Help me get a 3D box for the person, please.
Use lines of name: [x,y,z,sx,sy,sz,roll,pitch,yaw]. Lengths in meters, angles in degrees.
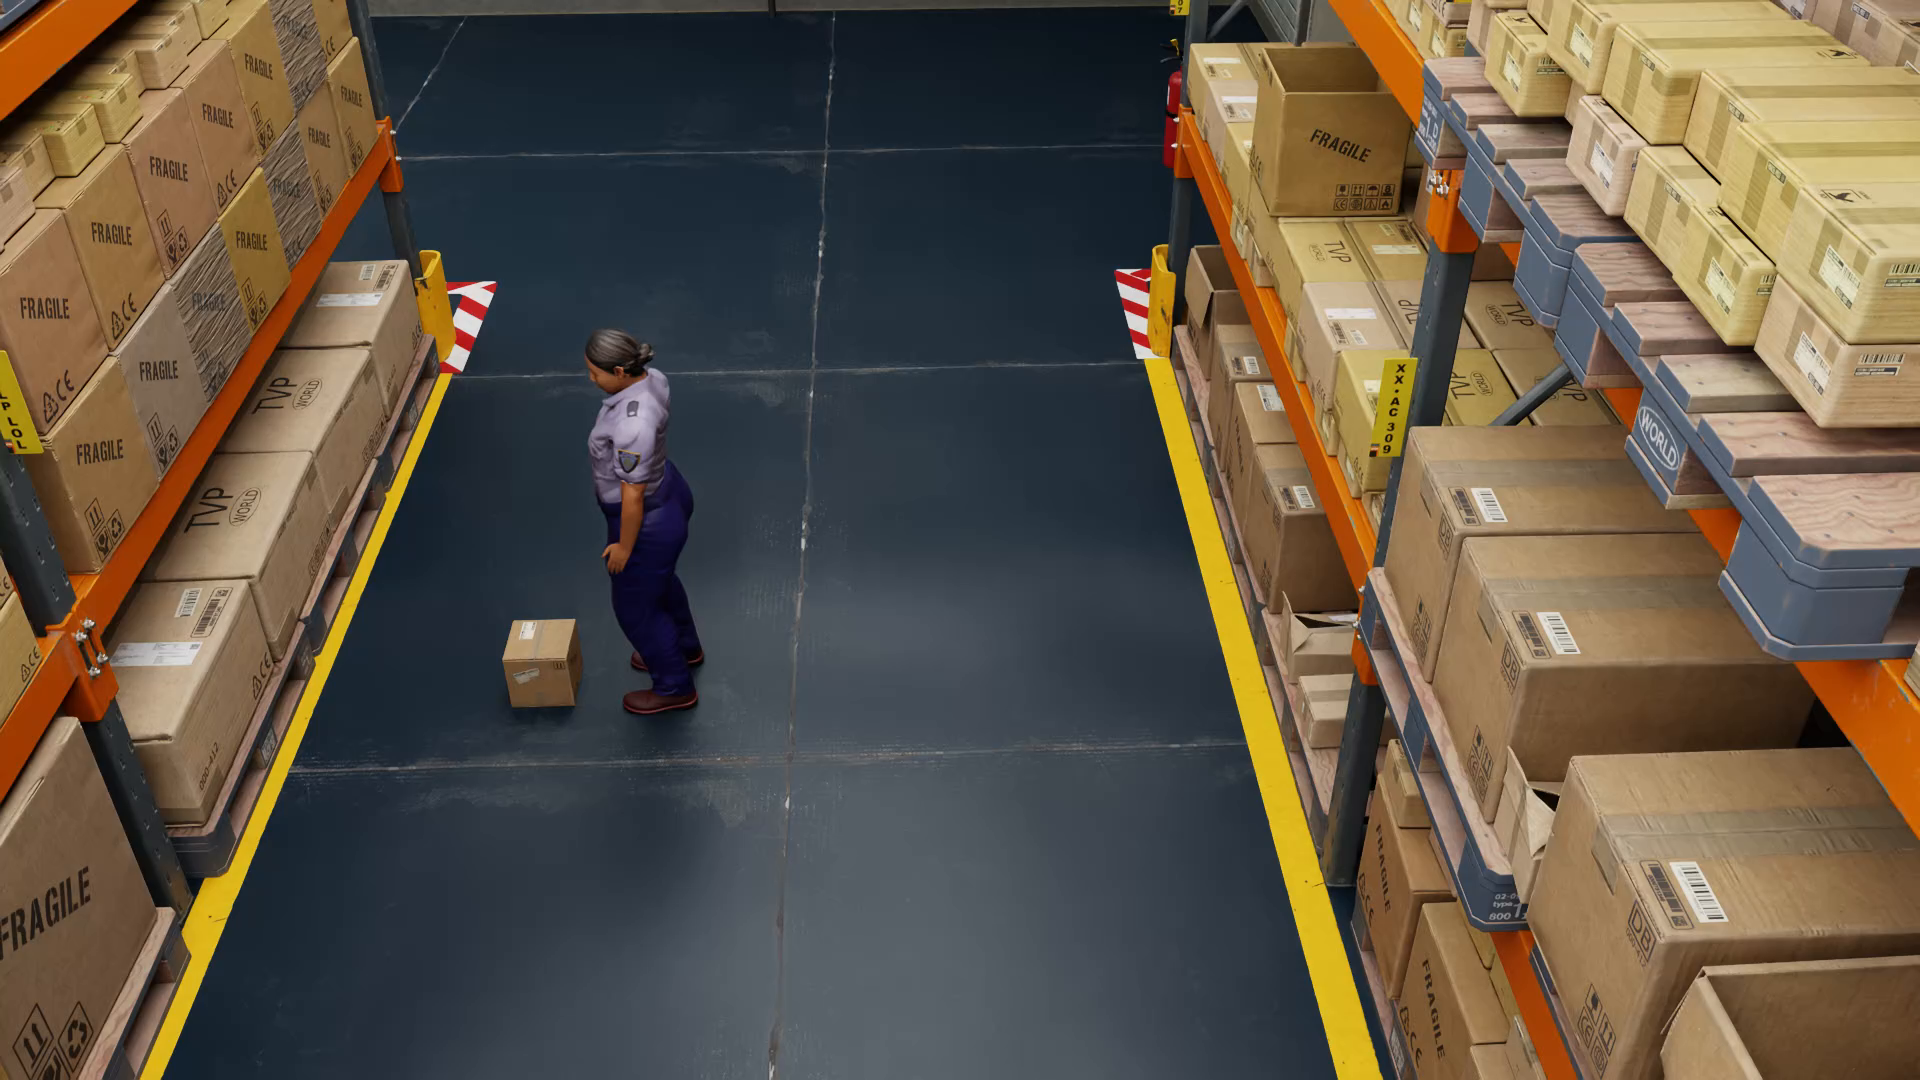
person: [-1.187,-0.067,6.268,0.338,1.639,0.476,-1,35,-1]
